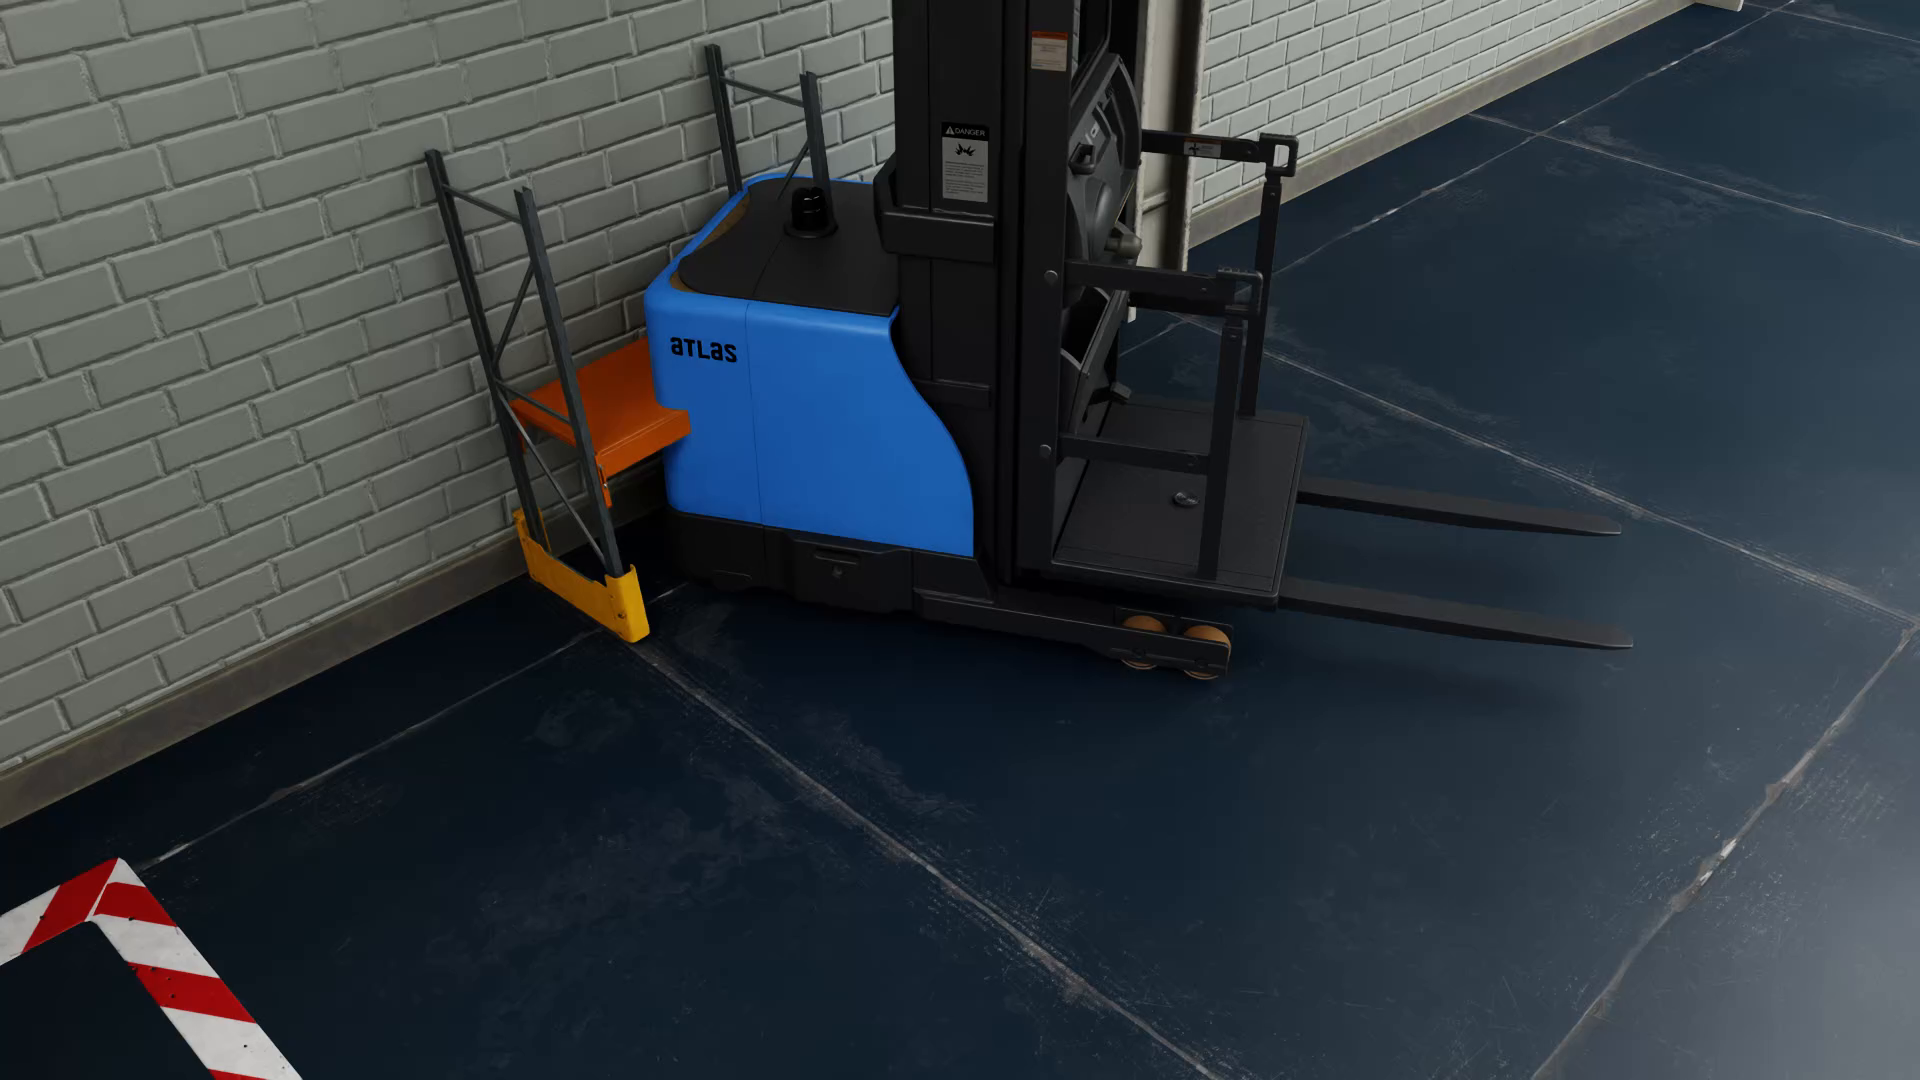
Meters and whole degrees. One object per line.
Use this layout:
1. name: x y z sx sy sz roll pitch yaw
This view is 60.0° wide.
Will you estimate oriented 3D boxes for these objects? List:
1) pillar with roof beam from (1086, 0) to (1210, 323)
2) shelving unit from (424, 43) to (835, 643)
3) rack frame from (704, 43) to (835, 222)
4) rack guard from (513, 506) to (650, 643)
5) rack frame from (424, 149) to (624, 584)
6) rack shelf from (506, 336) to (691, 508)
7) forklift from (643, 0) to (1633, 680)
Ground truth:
1. pillar with roof beam: 3.798 -3.021 2.216 9.100 9.000 0.400 30 45 35
2. shelving unit: -0.923 -0.634 5.269 0.587 1.500 1.083 27 46 37
3. rack frame: -0.564 -0.871 5.555 0.500 1.500 0.032 27 46 37
4. rack guard: -1.222 0.103 5.354 0.587 0.250 0.087 27 46 37
5. rack frame: -1.270 -0.405 4.992 0.500 1.500 0.032 27 46 37
6. rack shelf: -0.903 -0.492 5.378 0.538 0.185 1.000 27 46 37
7. forklift: 0.609 -1.110 4.779 3.031 2.935 1.130 9 36 12
